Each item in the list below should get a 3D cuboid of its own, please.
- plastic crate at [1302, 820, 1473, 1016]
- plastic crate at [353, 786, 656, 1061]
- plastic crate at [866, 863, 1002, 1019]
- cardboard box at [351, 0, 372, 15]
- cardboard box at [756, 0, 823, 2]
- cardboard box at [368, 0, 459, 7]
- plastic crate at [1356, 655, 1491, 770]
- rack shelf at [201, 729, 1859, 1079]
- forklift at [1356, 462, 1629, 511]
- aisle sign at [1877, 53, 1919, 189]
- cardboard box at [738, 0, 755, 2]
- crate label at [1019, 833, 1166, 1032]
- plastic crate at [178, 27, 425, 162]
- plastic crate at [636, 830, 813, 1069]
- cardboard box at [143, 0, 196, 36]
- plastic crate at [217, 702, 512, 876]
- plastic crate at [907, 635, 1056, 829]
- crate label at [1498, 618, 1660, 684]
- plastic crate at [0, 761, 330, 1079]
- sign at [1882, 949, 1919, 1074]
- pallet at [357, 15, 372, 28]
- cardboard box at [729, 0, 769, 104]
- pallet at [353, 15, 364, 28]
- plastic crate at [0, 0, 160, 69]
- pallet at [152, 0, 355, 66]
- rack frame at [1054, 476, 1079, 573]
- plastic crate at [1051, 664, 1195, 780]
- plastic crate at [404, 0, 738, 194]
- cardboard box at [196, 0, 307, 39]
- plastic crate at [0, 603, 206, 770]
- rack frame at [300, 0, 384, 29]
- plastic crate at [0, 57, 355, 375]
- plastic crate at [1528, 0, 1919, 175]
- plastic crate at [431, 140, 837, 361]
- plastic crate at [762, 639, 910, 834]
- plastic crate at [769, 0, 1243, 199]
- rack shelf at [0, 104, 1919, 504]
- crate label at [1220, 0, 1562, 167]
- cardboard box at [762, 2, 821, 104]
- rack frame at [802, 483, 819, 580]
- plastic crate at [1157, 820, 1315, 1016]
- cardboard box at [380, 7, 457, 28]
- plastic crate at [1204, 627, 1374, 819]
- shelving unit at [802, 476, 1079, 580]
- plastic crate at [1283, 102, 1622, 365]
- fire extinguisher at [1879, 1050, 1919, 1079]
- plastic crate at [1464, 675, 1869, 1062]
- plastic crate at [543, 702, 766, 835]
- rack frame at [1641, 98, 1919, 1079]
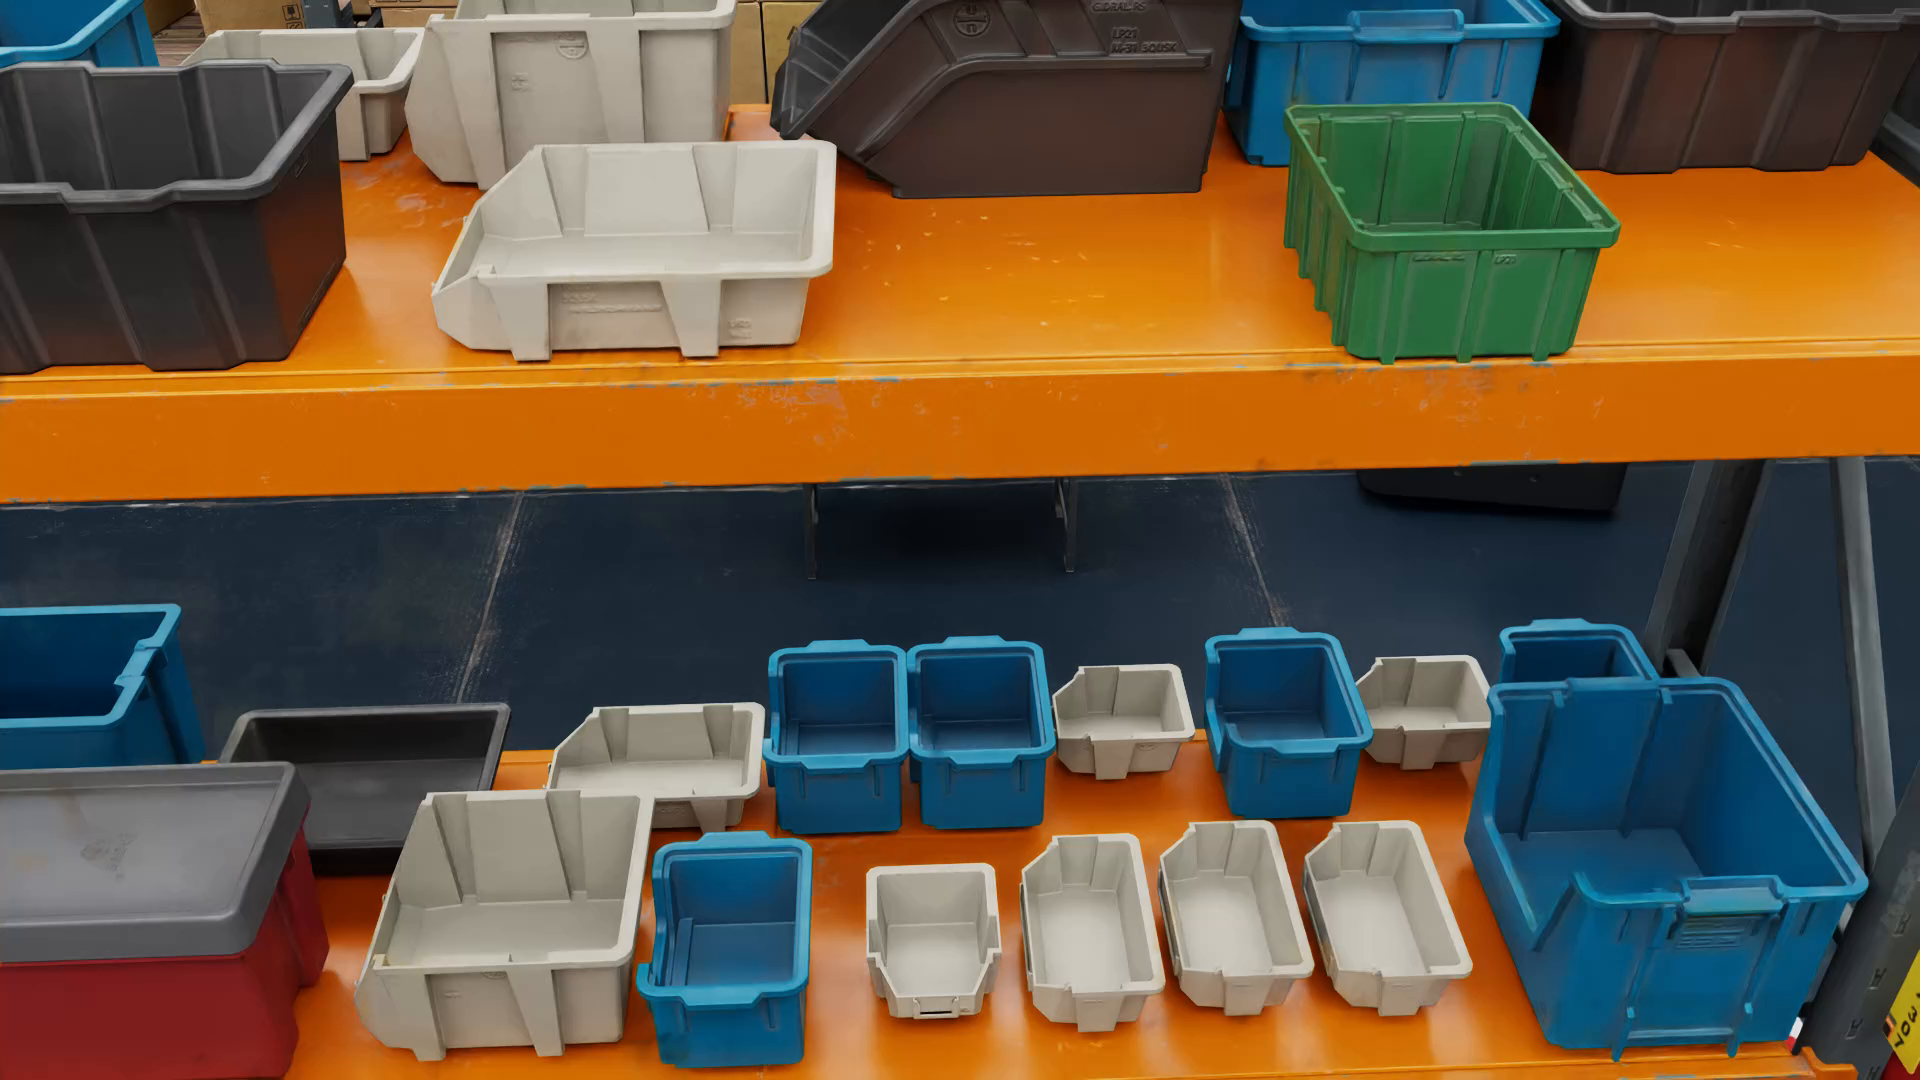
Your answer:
[{"bbox_3d":[0.811,0.737,3.229,0.243,0.136,0.396,-2,35,-2],"label":"plastic crate"},{"bbox_3d":[-0.845,0.724,3.120,0.530,0.282,0.437,-2,35,-2],"label":"plastic crate"},{"bbox_3d":[-0.051,0.776,3.171,0.250,0.136,0.298,-2,35,-2],"label":"plastic crate"},{"bbox_3d":[-4.378,-4.167,11.656,0.750,0.750,0.750,-1,35,-1],"label":"cardboard box"},{"bbox_3d":[-0.581,-2.527,6.799,0.500,0.500,0.500,-1,35,-1],"label":"cardboard box"},{"bbox_3d":[-2.125,-2.485,6.738,0.500,0.500,0.500,-1,35,-1],"label":"cardboard box"},{"bbox_3d":[1.030,0.393,3.725,0.298,0.136,0.250,-2,35,-2],"label":"plastic crate"},{"bbox_3d":[-0.381,0.878,3.478,4.000,0.370,1.077,-2,35,-2],"label":"rack shelf"},{"bbox_3d":[2.398,-2.151,7.283,1.130,2.935,3.031,5,35,7],"label":"forklift"},{"bbox_3d":[1.675,-0.712,2.858,0.004,0.787,0.394,-2,35,-2],"label":"aisle sign"},{"bbox_3d":[-1.096,-2.513,6.778,0.500,0.500,0.500,-3,35,-4],"label":"cardboard box"},{"bbox_3d":[0.244,0.758,3.198,0.243,0.136,0.396,-2,35,-2],"label":"crate label"},{"bbox_3d":[-1.126,-0.740,2.779,0.466,0.136,0.293,-2,35,-2],"label":"plastic crate"},{"bbox_3d":[-0.422,0.773,3.091,0.300,0.233,0.416,-2,35,-2],"label":"plastic crate"},{"bbox_3d":[-3.777,-2.453,7.202,0.500,0.500,0.700,4,35,5],"label":"cardboard box"},{"bbox_3d":[-1.273,0.541,3.521,0.590,0.125,0.437,-2,35,-2],"label":"plastic crate"},{"bbox_3d":[0.040,0.427,3.591,0.300,0.233,0.416,-2,35,-2],"label":"plastic crate"},{"bbox_3d":[1.355,0.392,3.642,0.303,0.233,0.416,-2,35,-2],"label":"crate label"},{"bbox_3d":[-1.475,0.703,2.989,0.583,0.464,0.402,-2,35,-2],"label":"plastic crate"},{"bbox_3d":[1.659,0.773,2.853,0.005,0.325,0.100,-2,35,-2],"label":"sign"},{"bbox_3d":[-3.615,-3.785,12.034,1.213,0.211,1.003,-2,35,-2],"label":"pallet"},{"bbox_3d":[-1.076,-2.108,7.072,0.500,0.500,0.500,-2,35,-2],"label":"cardboard box"},{"bbox_3d":[-4.836,-3.751,11.984,1.213,0.211,1.003,-2,35,-2],"label":"pallet"},{"bbox_3d":[-1.484,-0.735,2.687,0.300,0.233,0.416,-2,35,-2],"label":"plastic crate"},{"bbox_3d":[-3.413,-2.141,7.377,1.213,0.211,1.003,-2,35,-2],"label":"pallet"},{"bbox_3d":[0.423,-0.628,6.340,0.032,1.500,0.500,-2,35,-2],"label":"rack frame"},{"bbox_3d":[0.353,0.411,3.699,0.298,0.136,0.250,-2,35,-2],"label":"plastic crate"},{"bbox_3d":[-0.611,-0.772,2.698,0.530,0.282,0.437,-2,35,-2],"label":"plastic crate"},{"bbox_3d":[-3.093,-2.508,7.281,0.500,0.500,0.700,-13,37,-18],"label":"cardboard box"},{"bbox_3d":[-1.928,0.411,3.481,0.575,0.384,0.392,-2,35,-2],"label":"plastic crate"},{"bbox_3d":[-2.609,-2.180,7.264,0.127,3.000,1.000,-2,35,-2],"label":"rack frame"},{"bbox_3d":[-1.125,-0.421,2.202,0.590,0.269,0.497,-2,35,-2],"label":"plastic crate"},{"bbox_3d":[1.219,-0.800,2.749,0.590,0.269,0.497,-2,35,-2],"label":"plastic crate"},{"bbox_3d":[-0.435,-0.400,2.288,0.530,0.136,0.437,-2,35,-2],"label":"plastic crate"},{"bbox_3d":[-0.260,0.435,3.579,0.300,0.233,0.416,-2,35,-2],"label":"plastic crate"},{"bbox_3d":[0.078,-0.795,2.681,0.767,0.338,0.504,-2,35,-2],"label":"plastic crate"},{"bbox_3d":[-0.381,-0.356,2.624,4.000,0.370,1.077,-2,35,-2],"label":"rack shelf"},{"bbox_3d":[0.680,-0.803,2.769,0.502,0.251,0.408,-2,35,-2],"label":"crate label"},{"bbox_3d":[-0.568,-2.122,7.093,0.500,0.500,0.500,-2,35,-3],"label":"cardboard box"},{"bbox_3d":[-0.593,-0.601,6.300,0.032,1.500,0.500,-2,35,-2],"label":"rack frame"},{"bbox_3d":[0.521,0.736,3.229,0.243,0.136,0.396,-2,35,-2],"label":"plastic crate"},{"bbox_3d":[-2.087,-2.080,7.032,0.500,0.500,0.500,-1,35,-1],"label":"cardboard box"},{"bbox_3d":[0.697,0.410,3.617,0.300,0.233,0.416,-2,35,-2],"label":"plastic crate"},{"bbox_3d":[-0.085,-0.614,6.320,1.048,1.500,0.538,-2,35,-2],"label":"shelving unit"},{"bbox_3d":[0.645,-0.429,2.285,0.336,0.188,0.450,-2,35,-2],"label":"plastic crate"},{"bbox_3d":[1.789,0.968,3.112,0.183,0.674,0.296,-2,35,-2],"label":"fire extinguisher"},{"bbox_3d":[1.291,0.604,3.157,0.499,0.435,0.616,-2,35,-2],"label":"plastic crate"},{"bbox_3d":[-0.653,0.502,3.568,0.466,0.136,0.293,-2,35,-2],"label":"plastic crate"},{"bbox_3d":[1.617,0.528,3.351,0.127,3.000,1.000,-2,35,-2],"label":"rack frame"}]
